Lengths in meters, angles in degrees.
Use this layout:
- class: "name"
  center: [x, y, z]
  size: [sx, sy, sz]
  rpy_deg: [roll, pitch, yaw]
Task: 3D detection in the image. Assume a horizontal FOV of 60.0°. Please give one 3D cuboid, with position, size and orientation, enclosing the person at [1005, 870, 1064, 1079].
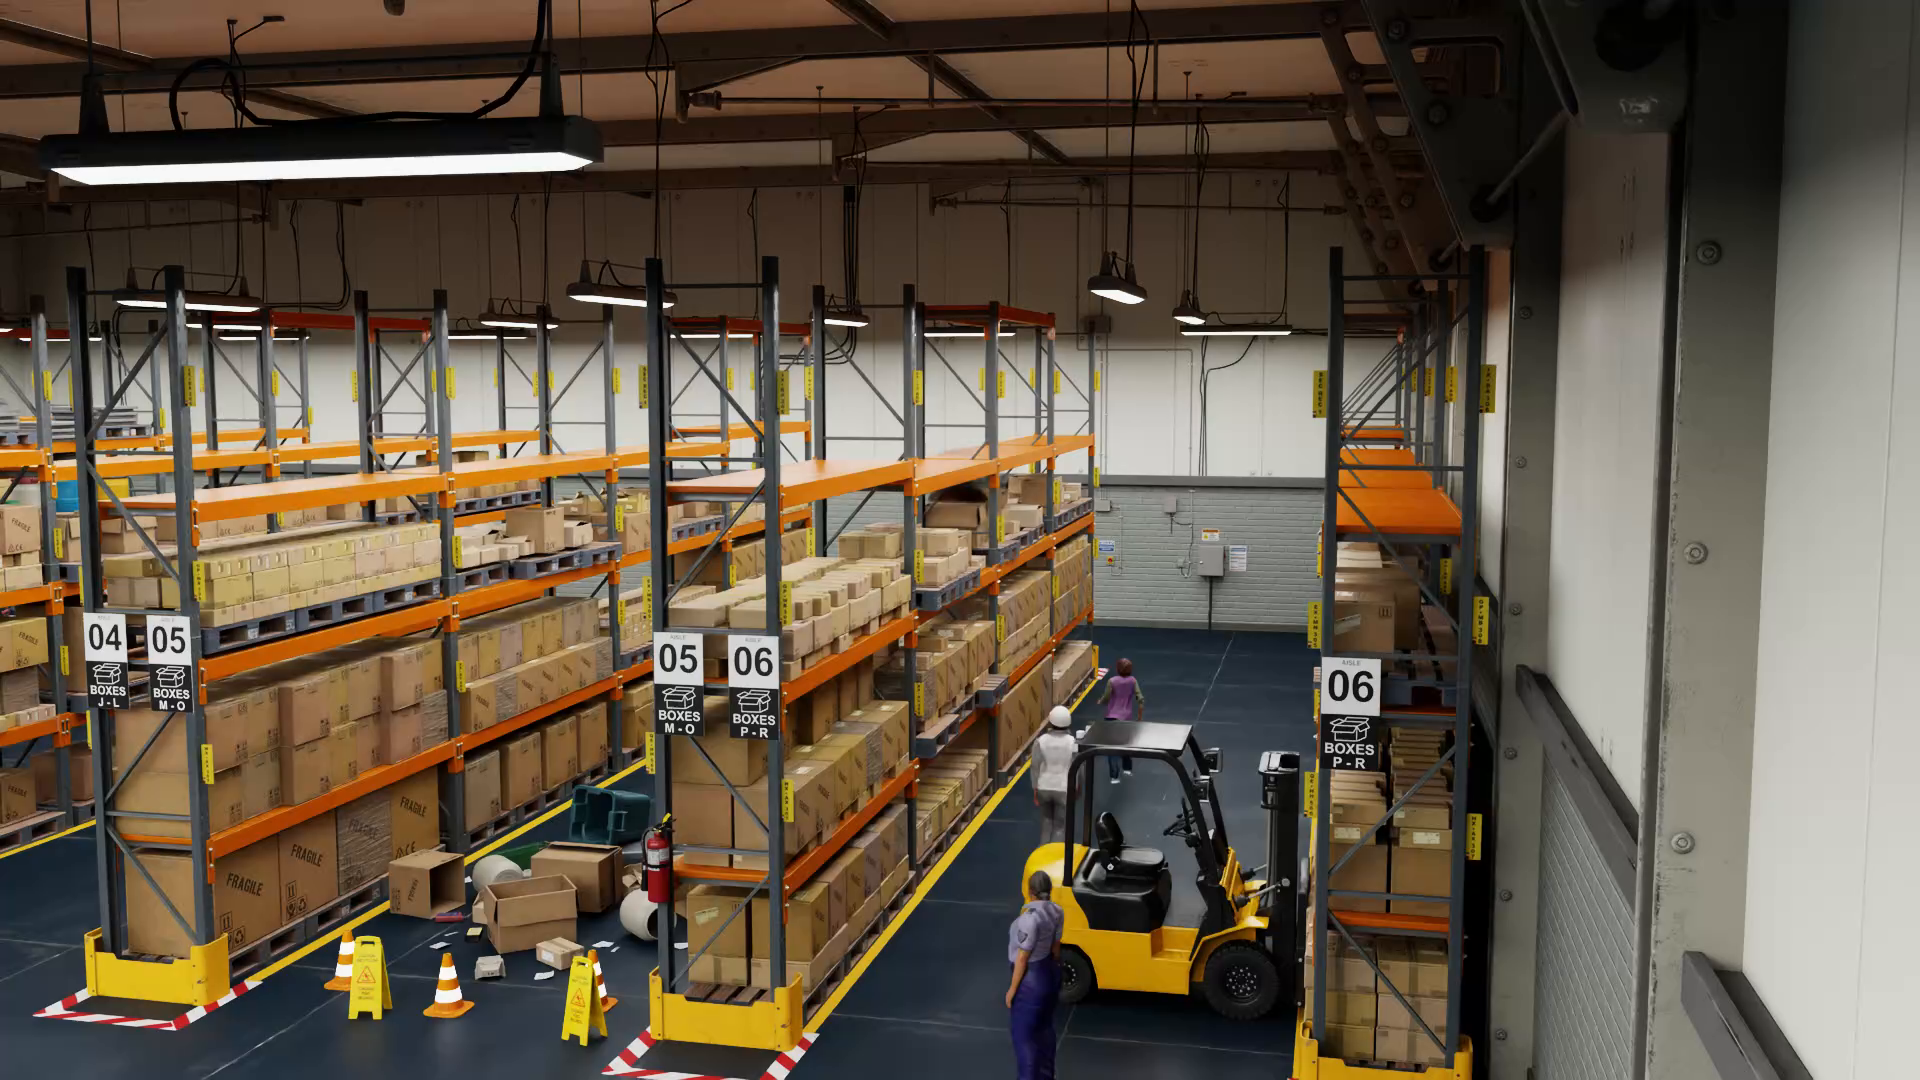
- class: "person"
  center: [0.521, 3.167, 11.837]
  size: [0.353, 1.662, 0.496]
  rpy_deg: [3, 6, 24]

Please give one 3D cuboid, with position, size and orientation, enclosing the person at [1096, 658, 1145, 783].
- class: "person"
  center: [1.967, 2.224, 20.541]
  size: [0.635, 1.567, 0.892]
  rpy_deg: [1, 6, 13]

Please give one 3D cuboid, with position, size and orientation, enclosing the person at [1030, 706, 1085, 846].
- class: "person"
  center: [1.017, 2.565, 17.006]
  size: [0.509, 1.797, 0.580]
  rpy_deg: [3, 6, 25]
